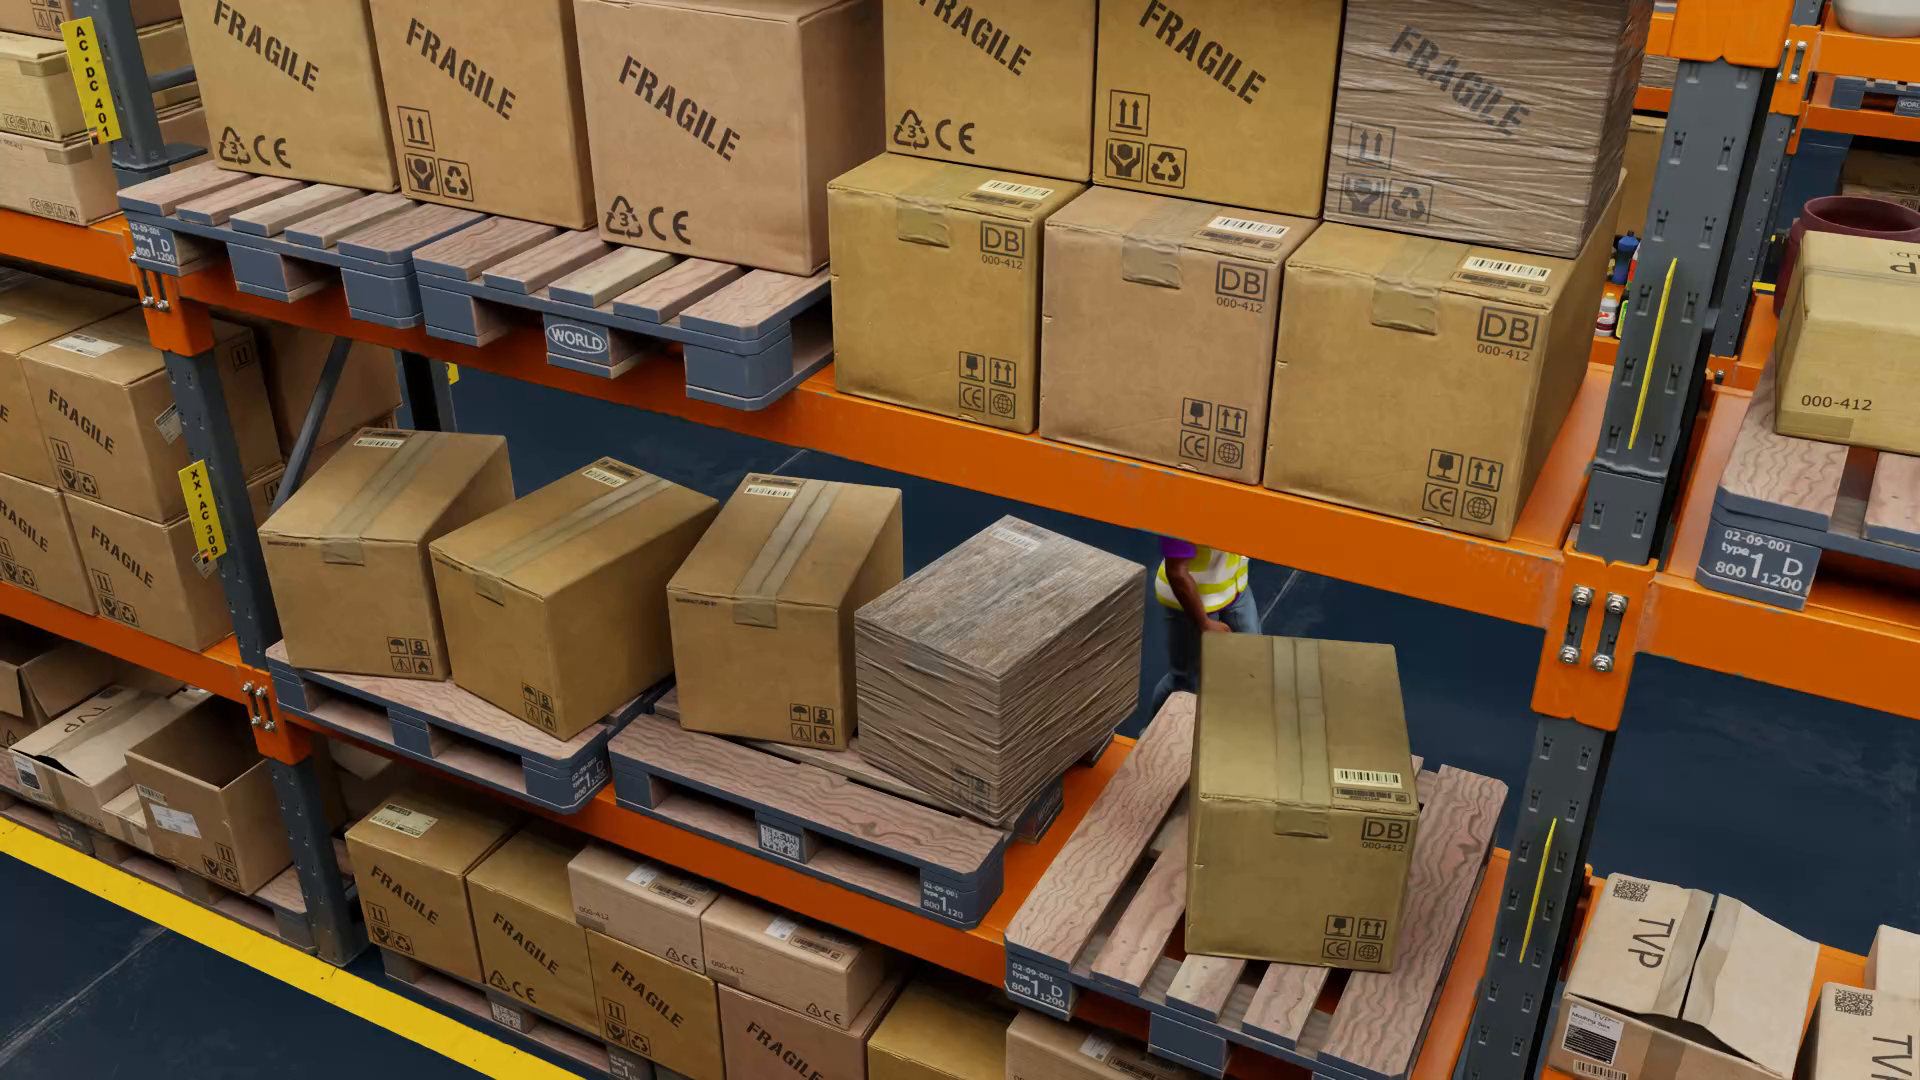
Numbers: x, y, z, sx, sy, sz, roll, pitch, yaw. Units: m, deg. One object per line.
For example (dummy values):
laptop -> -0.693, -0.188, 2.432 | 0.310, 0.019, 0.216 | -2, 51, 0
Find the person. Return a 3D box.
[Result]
person -> 1.076, 0.270, 6.661 | 0.695, 1.730, 0.623 | 19, 35, 30
